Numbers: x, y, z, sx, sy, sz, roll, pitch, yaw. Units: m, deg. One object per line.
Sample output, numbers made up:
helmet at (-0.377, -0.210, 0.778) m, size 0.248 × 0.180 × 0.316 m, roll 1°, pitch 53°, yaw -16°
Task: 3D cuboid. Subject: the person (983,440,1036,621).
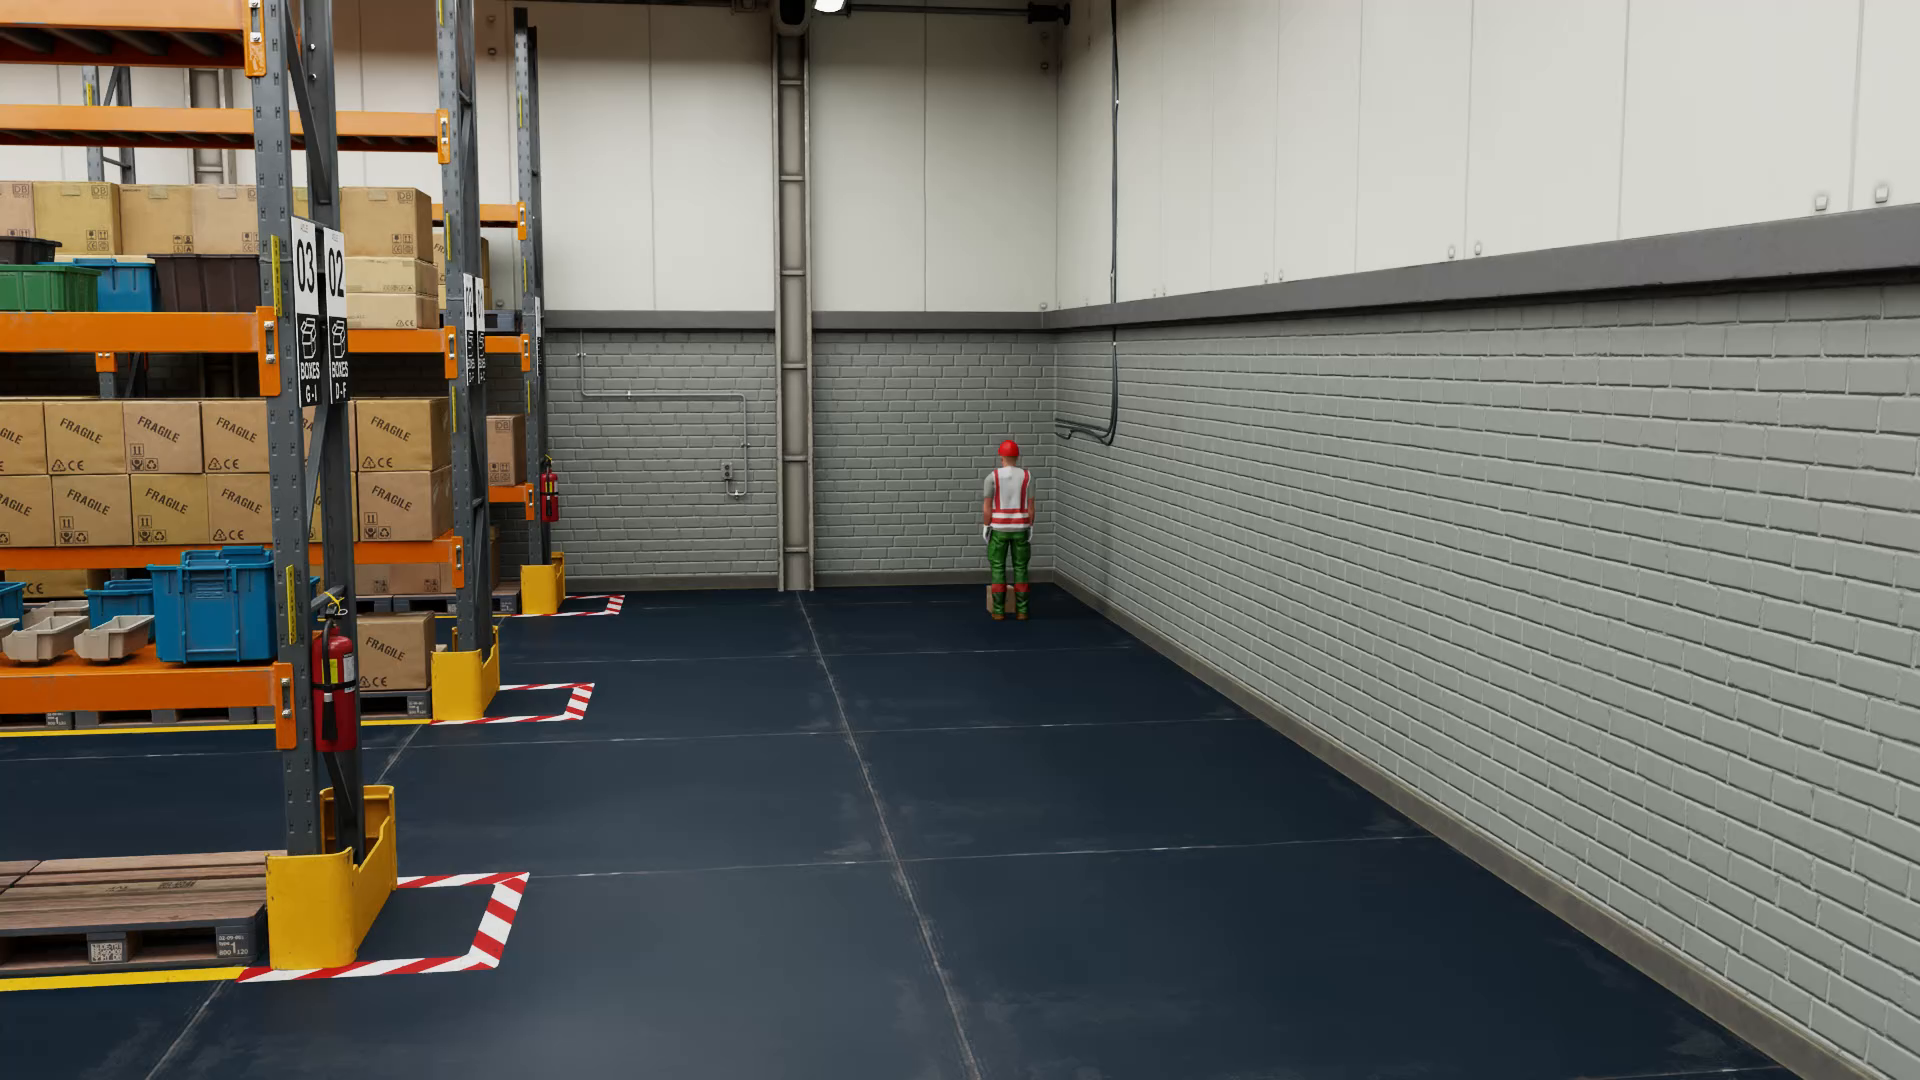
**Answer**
person at (0.484, -0.102, 16.525) m, size 0.524 × 1.785 × 0.335 m, roll -1°, pitch 6°, yaw -8°
